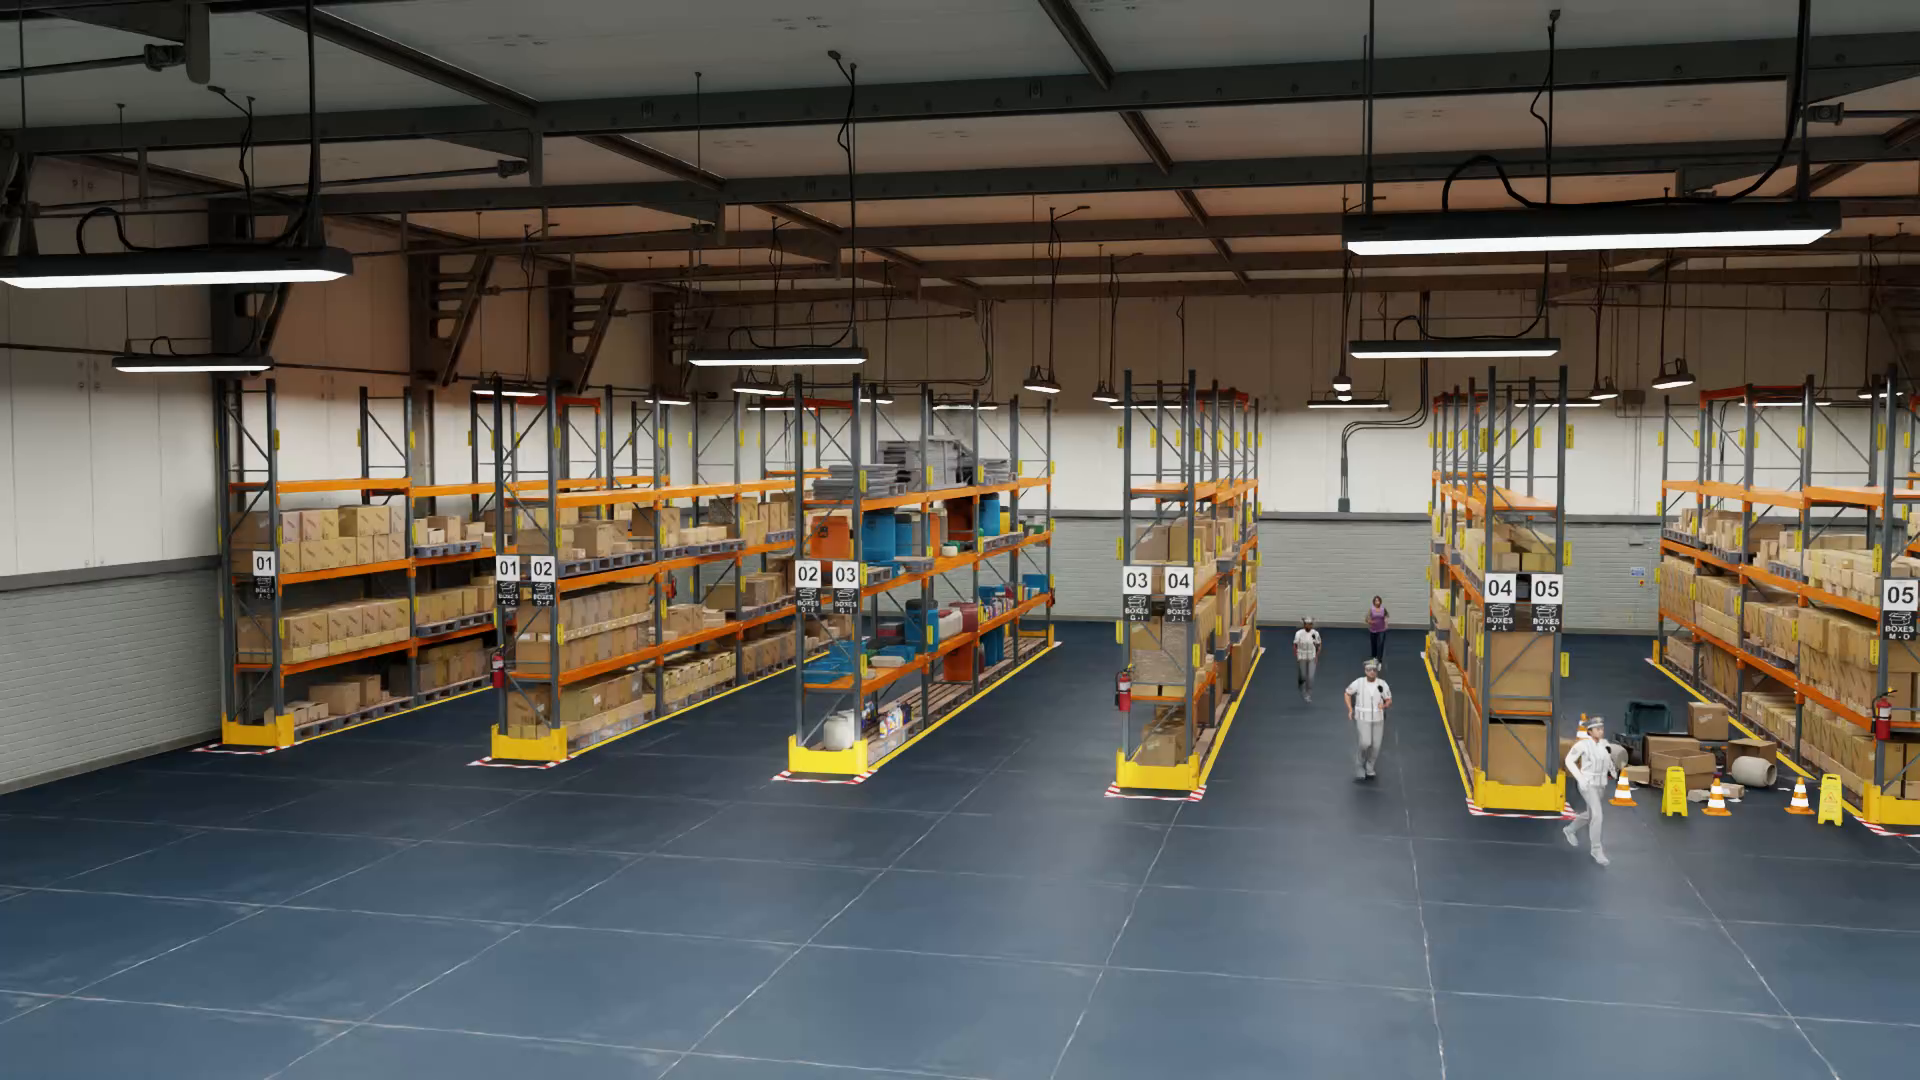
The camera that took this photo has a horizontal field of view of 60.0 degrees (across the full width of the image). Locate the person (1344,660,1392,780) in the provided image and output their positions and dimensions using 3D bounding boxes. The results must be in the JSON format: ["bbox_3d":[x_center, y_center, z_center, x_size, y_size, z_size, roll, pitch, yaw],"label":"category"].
[{"bbox_3d":[6.048,2.651,24.509,0.647,1.772,0.677,0,3,0],"label":"person"}]

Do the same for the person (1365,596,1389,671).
[{"bbox_3d":[9.117,2.008,36.368,0.500,1.602,0.879,1,4,14],"label":"person"}]

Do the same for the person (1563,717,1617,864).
[{"bbox_3d":[7.563,2.961,19.984,0.604,1.734,0.803,-2,4,-24],"label":"person"}]

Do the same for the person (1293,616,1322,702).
[{"bbox_3d":[6.692,2.266,32.054,0.558,1.649,0.592,0,3,8],"label":"person"}]
